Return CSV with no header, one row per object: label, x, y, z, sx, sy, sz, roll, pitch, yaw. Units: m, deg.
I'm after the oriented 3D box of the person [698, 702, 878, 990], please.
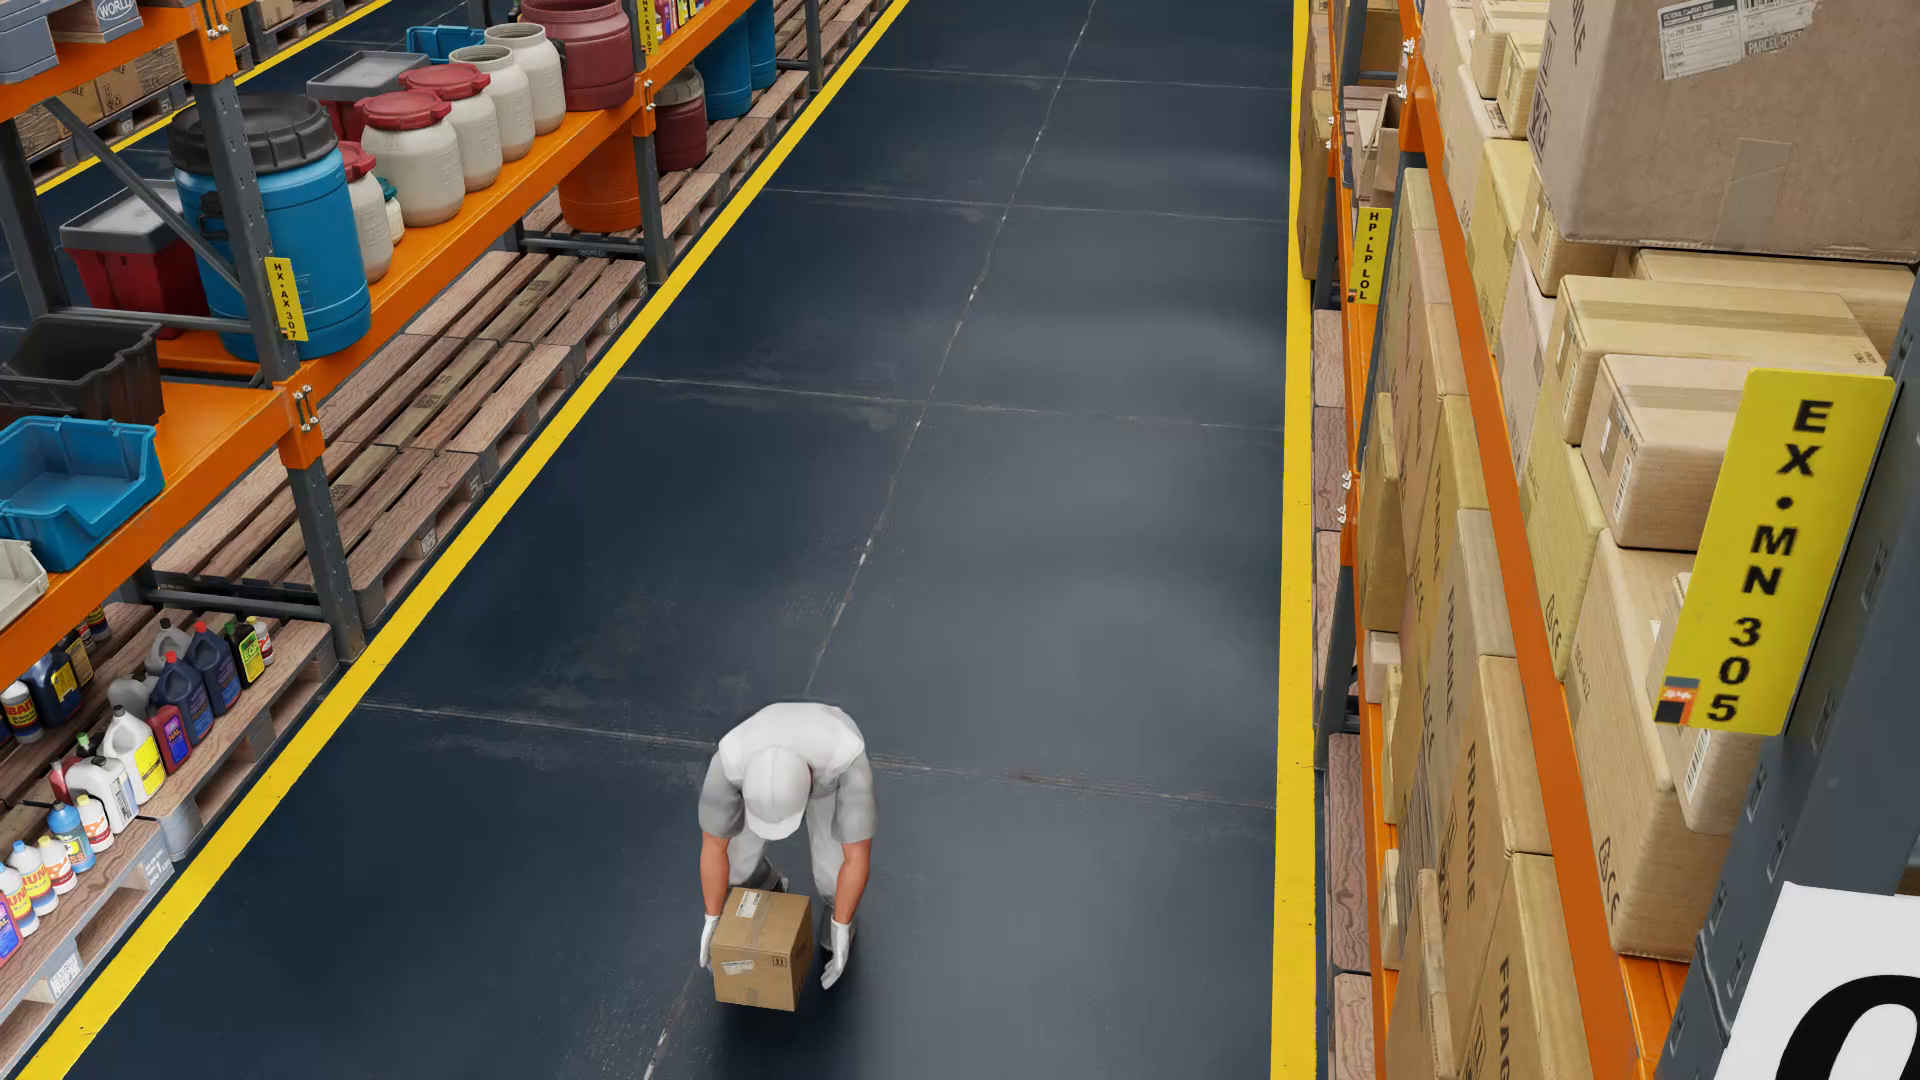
person,-0.515,0.903,5.351,0.573,1.074,0.858,5,32,8
